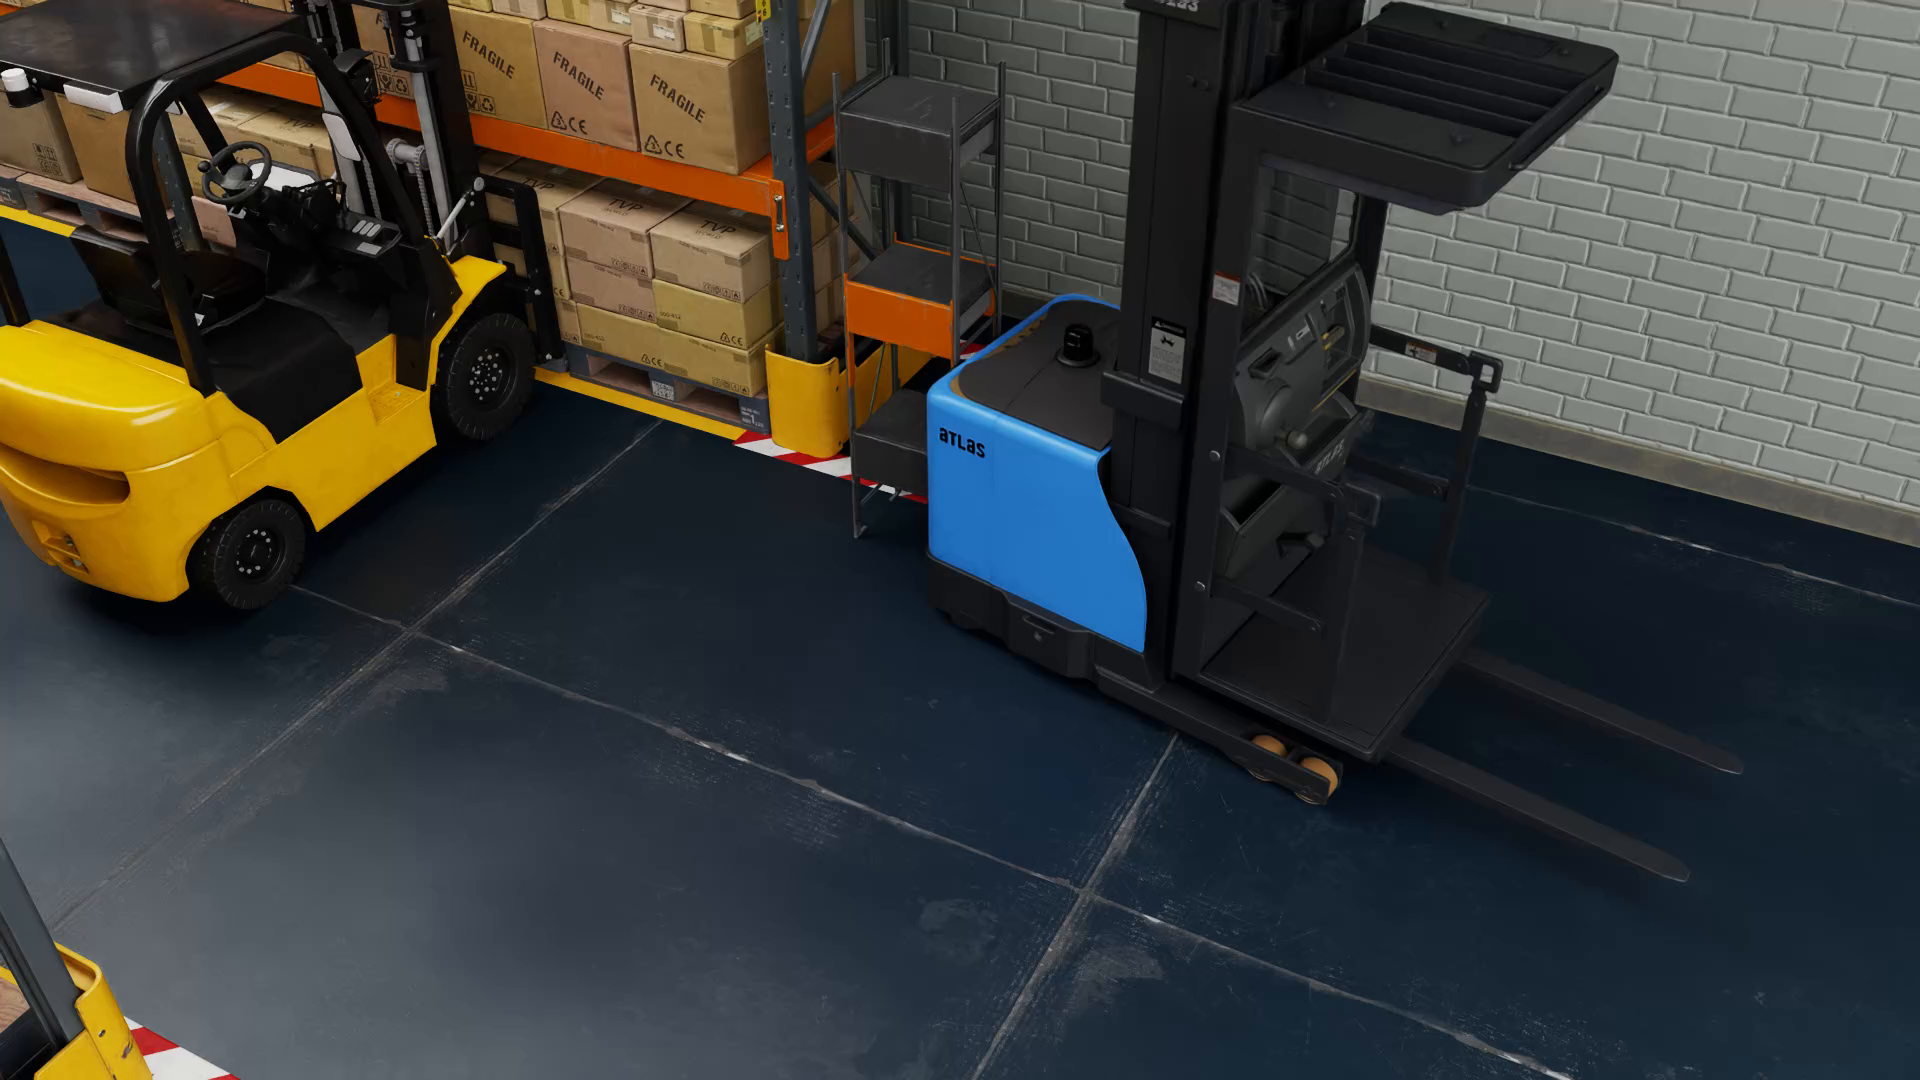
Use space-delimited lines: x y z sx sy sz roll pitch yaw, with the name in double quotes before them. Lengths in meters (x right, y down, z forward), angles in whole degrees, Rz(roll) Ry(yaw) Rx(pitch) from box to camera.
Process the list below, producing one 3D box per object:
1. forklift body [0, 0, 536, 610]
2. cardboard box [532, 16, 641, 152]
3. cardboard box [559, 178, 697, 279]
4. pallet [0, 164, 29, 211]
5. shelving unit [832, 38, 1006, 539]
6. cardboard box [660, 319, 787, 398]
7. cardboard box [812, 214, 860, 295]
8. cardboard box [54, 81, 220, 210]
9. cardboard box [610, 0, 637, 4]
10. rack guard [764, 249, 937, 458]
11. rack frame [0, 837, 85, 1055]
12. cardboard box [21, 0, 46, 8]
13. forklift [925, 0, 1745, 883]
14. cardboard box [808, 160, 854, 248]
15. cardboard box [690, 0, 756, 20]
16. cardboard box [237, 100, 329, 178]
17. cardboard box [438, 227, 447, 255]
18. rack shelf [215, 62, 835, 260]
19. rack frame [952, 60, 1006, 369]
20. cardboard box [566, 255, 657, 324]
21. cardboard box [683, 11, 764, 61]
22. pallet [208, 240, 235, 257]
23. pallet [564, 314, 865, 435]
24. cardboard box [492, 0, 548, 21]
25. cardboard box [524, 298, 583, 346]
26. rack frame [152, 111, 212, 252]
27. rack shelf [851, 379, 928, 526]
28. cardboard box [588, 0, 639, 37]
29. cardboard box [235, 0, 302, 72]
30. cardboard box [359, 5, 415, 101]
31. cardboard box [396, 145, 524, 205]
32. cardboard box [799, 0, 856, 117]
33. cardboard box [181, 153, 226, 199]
"forklift body" -3.037 -1.139 6.972 1.214 2.155 2.313 17 41 21
"cardboard box" -1.528 -2.115 7.472 0.500 0.500 0.500 19 41 23
"cardboard box" -1.523 -1.499 7.844 0.500 0.250 0.500 18 41 22
"pallet" -5.826 -2.454 10.308 1.213 0.211 1.003 17 41 21
"shelving unit" -0.147 -0.882 6.676 0.503 2.100 0.431 17 41 21
"cardboard box" -1.077 -0.963 7.964 0.500 0.250 0.500 18 41 22
"cardboard box" -0.836 -1.443 8.184 0.500 0.250 0.500 18 41 22
"cardboard box" -4.534 -2.402 9.551 0.625 0.625 0.875 19 41 23
"cardboard box" -1.407 -2.443 7.122 0.250 0.149 0.380 18 41 22
"rack guard" -0.493 -0.927 8.058 0.348 0.500 1.175 17 41 21
"rack frame" -2.793 0.736 3.799 0.127 3.000 1.000 17 41 21
"cardboard box" -4.634 -2.982 8.821 0.500 0.250 0.500 18 41 22
"forklift" 1.345 -0.583 5.594 3.031 2.935 1.130 24 43 28
"cardboard box" -0.854 -1.635 8.023 0.500 0.250 0.500 17 40 21
"cardboard box" -0.929 -2.333 6.977 0.250 0.149 0.380 17 41 22
"cardboard box" -3.331 -2.062 8.585 0.500 0.250 0.500 17 41 22
"cardboard box" -2.441 -1.587 8.373 0.500 0.250 0.500 17 40 21
"rack shelf" -2.290 -2.199 8.261 4.000 0.370 1.077 17 41 21
"rack frame" 0.070 -0.814 6.586 0.015 2.100 0.400 17 41 21
"cardboard box" -1.530 -1.314 8.013 0.500 0.250 0.500 17 40 21
"cardboard box" -0.951 -2.174 7.014 0.250 0.149 0.380 18 41 22
"pallet" -3.379 -1.688 9.299 1.213 0.211 1.003 17 41 21
"pallet" -1.212 -1.009 8.405 1.213 0.211 1.003 17 41 21
"cardboard box" -1.867 -2.458 7.388 0.250 0.149 0.380 16 40 20
"cardboard box" -1.954 -1.250 8.343 0.500 0.250 0.500 18 41 22
"rack frame" -4.066 -3.042 8.776 0.127 3.000 1.000 17 41 21
"rack shelf" -0.147 -0.314 7.107 0.480 0.518 0.431 17 41 21
"cardboard box" -1.394 -2.334 7.225 0.250 0.149 0.380 18 41 22
"cardboard box" -3.322 -2.682 8.220 0.500 0.500 0.500 18 41 22
"cardboard box" -2.435 -2.391 7.836 0.500 0.500 0.500 18 41 22
"cardboard box" -2.422 -1.779 8.213 0.500 0.250 0.500 17 40 21
"cardboard box" -0.826 -2.256 7.659 0.500 0.500 0.500 19 41 23
"cardboard box" -3.778 -2.013 8.934 0.500 0.250 0.500 17 40 21
